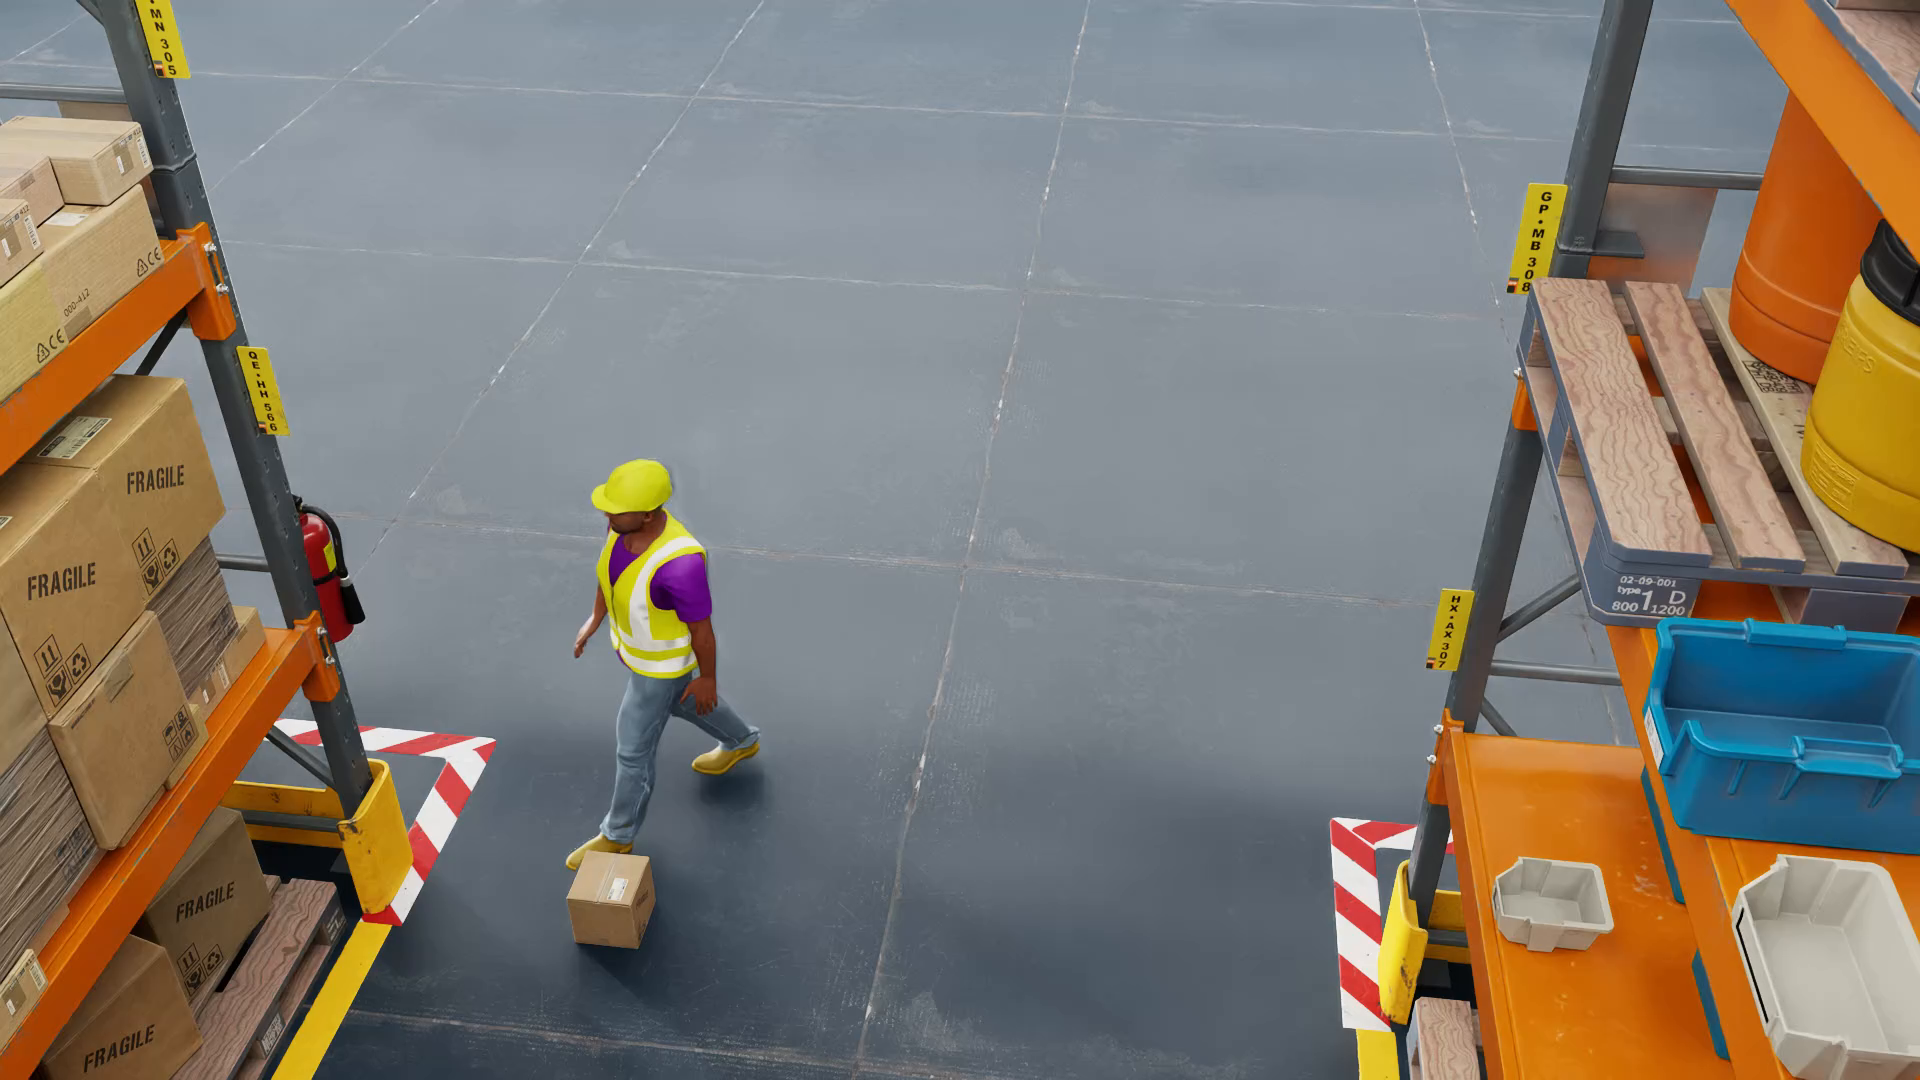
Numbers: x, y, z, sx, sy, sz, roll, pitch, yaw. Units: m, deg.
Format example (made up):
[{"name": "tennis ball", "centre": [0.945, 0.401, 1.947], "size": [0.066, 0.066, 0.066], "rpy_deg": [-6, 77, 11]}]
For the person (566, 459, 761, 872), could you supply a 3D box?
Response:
[{"name": "person", "centre": [-1.232, 0.425, 6.442], "size": [0.968, 1.736, 0.591], "rpy_deg": [-20, 41, -26]}]
